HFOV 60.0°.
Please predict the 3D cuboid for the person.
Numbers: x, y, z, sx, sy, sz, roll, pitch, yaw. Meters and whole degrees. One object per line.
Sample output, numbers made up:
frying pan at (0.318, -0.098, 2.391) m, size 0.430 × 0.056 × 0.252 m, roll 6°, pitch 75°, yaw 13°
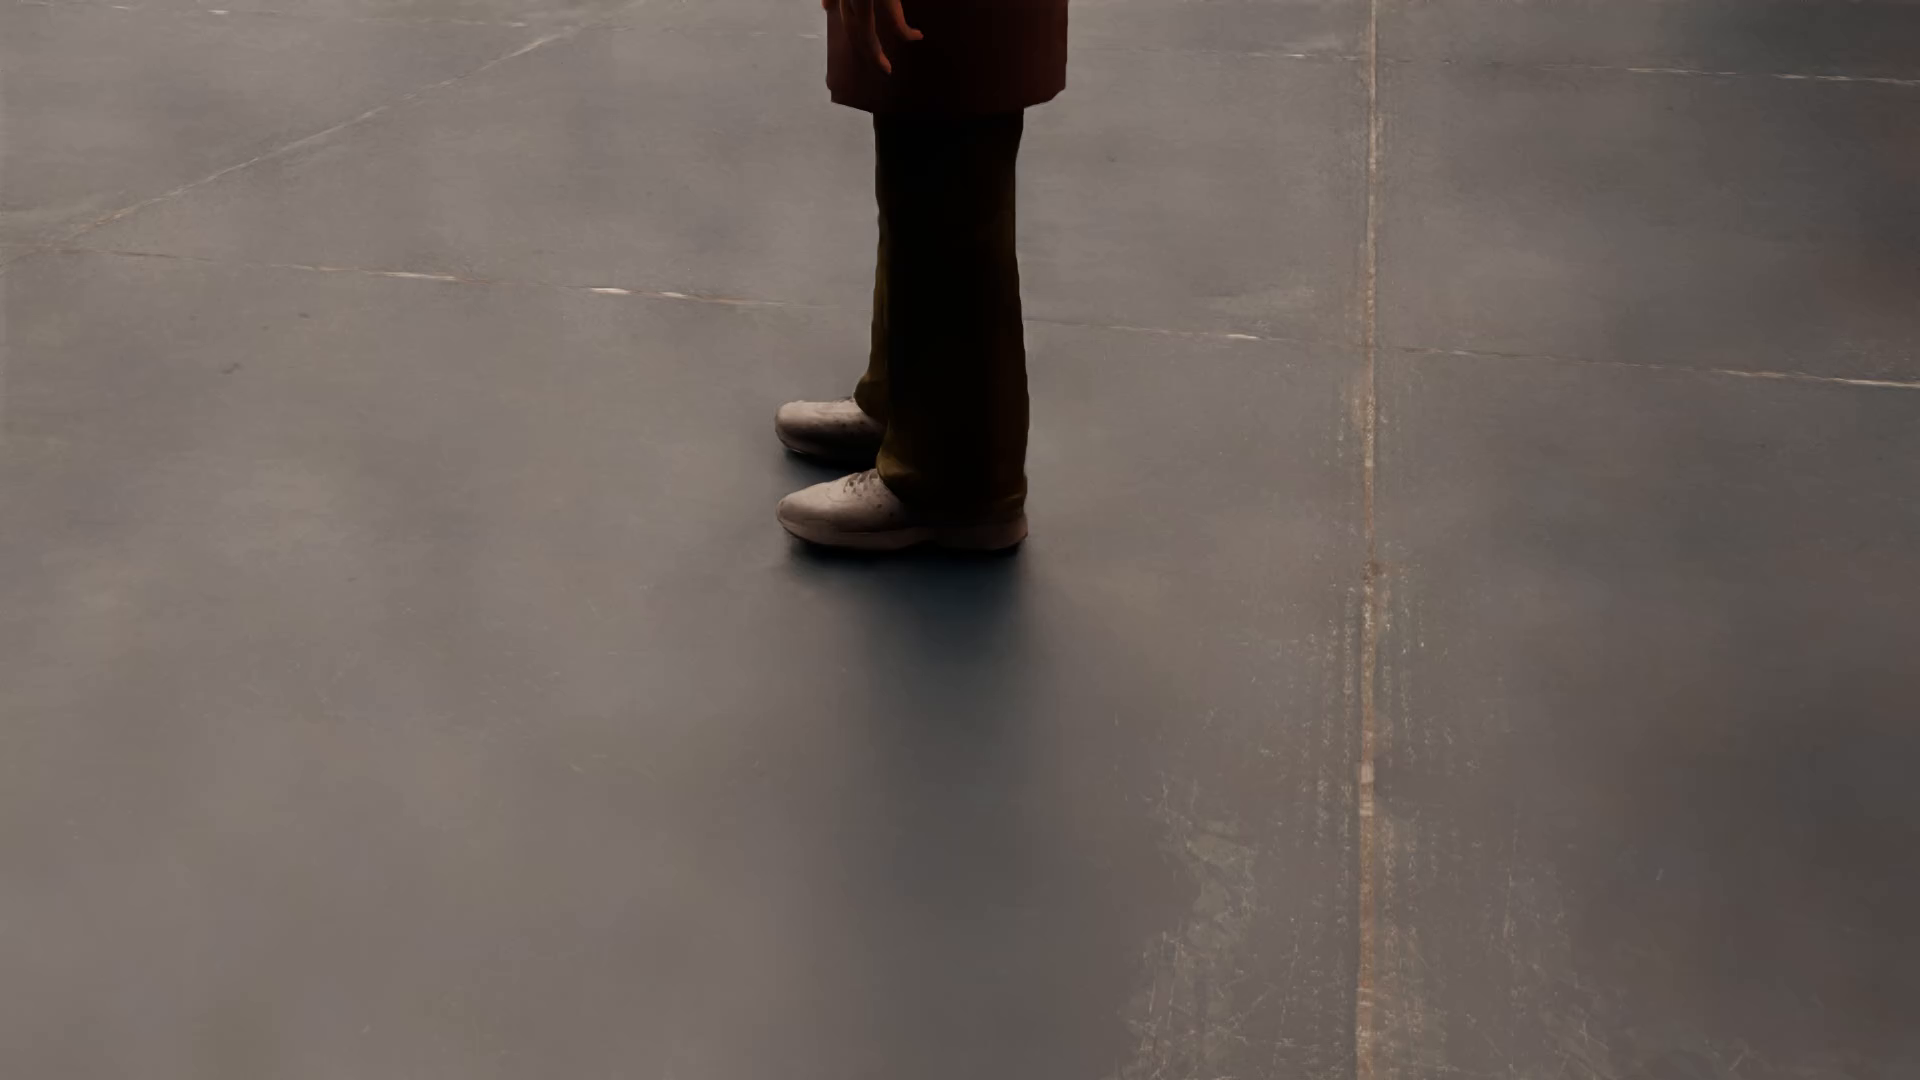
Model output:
person at (-0.088, -0.811, 2.119) m, size 0.580 × 1.776 × 0.694 m, roll 6°, pitch 27°, yaw 11°
